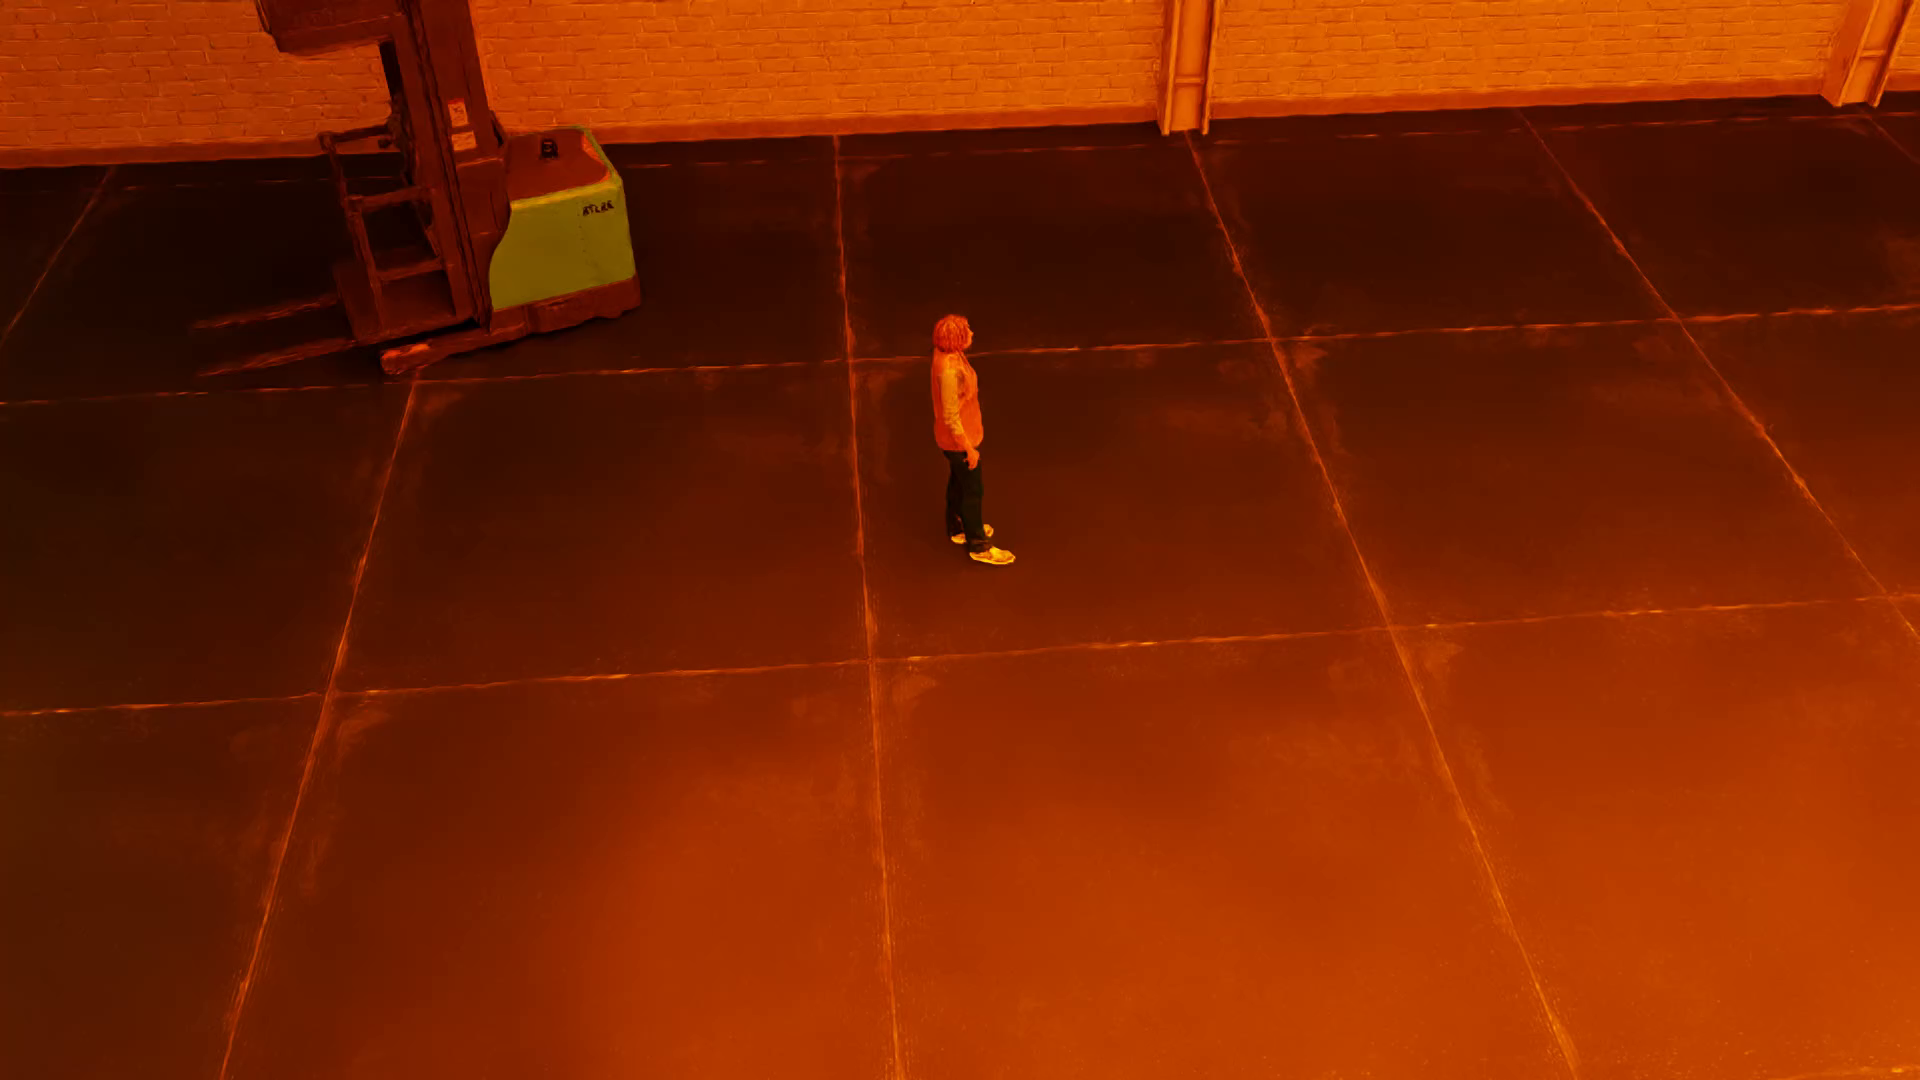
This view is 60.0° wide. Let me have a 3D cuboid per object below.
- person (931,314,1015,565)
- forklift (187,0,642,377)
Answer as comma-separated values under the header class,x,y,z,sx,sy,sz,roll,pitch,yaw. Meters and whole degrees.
class,x,y,z,sx,sy,sz,roll,pitch,yaw
person,0.075,-0.607,9.664,0.474,1.597,0.520,-3,41,-4
forklift,-3.876,-2.653,11.040,3.031,2.935,1.130,-17,43,-19
